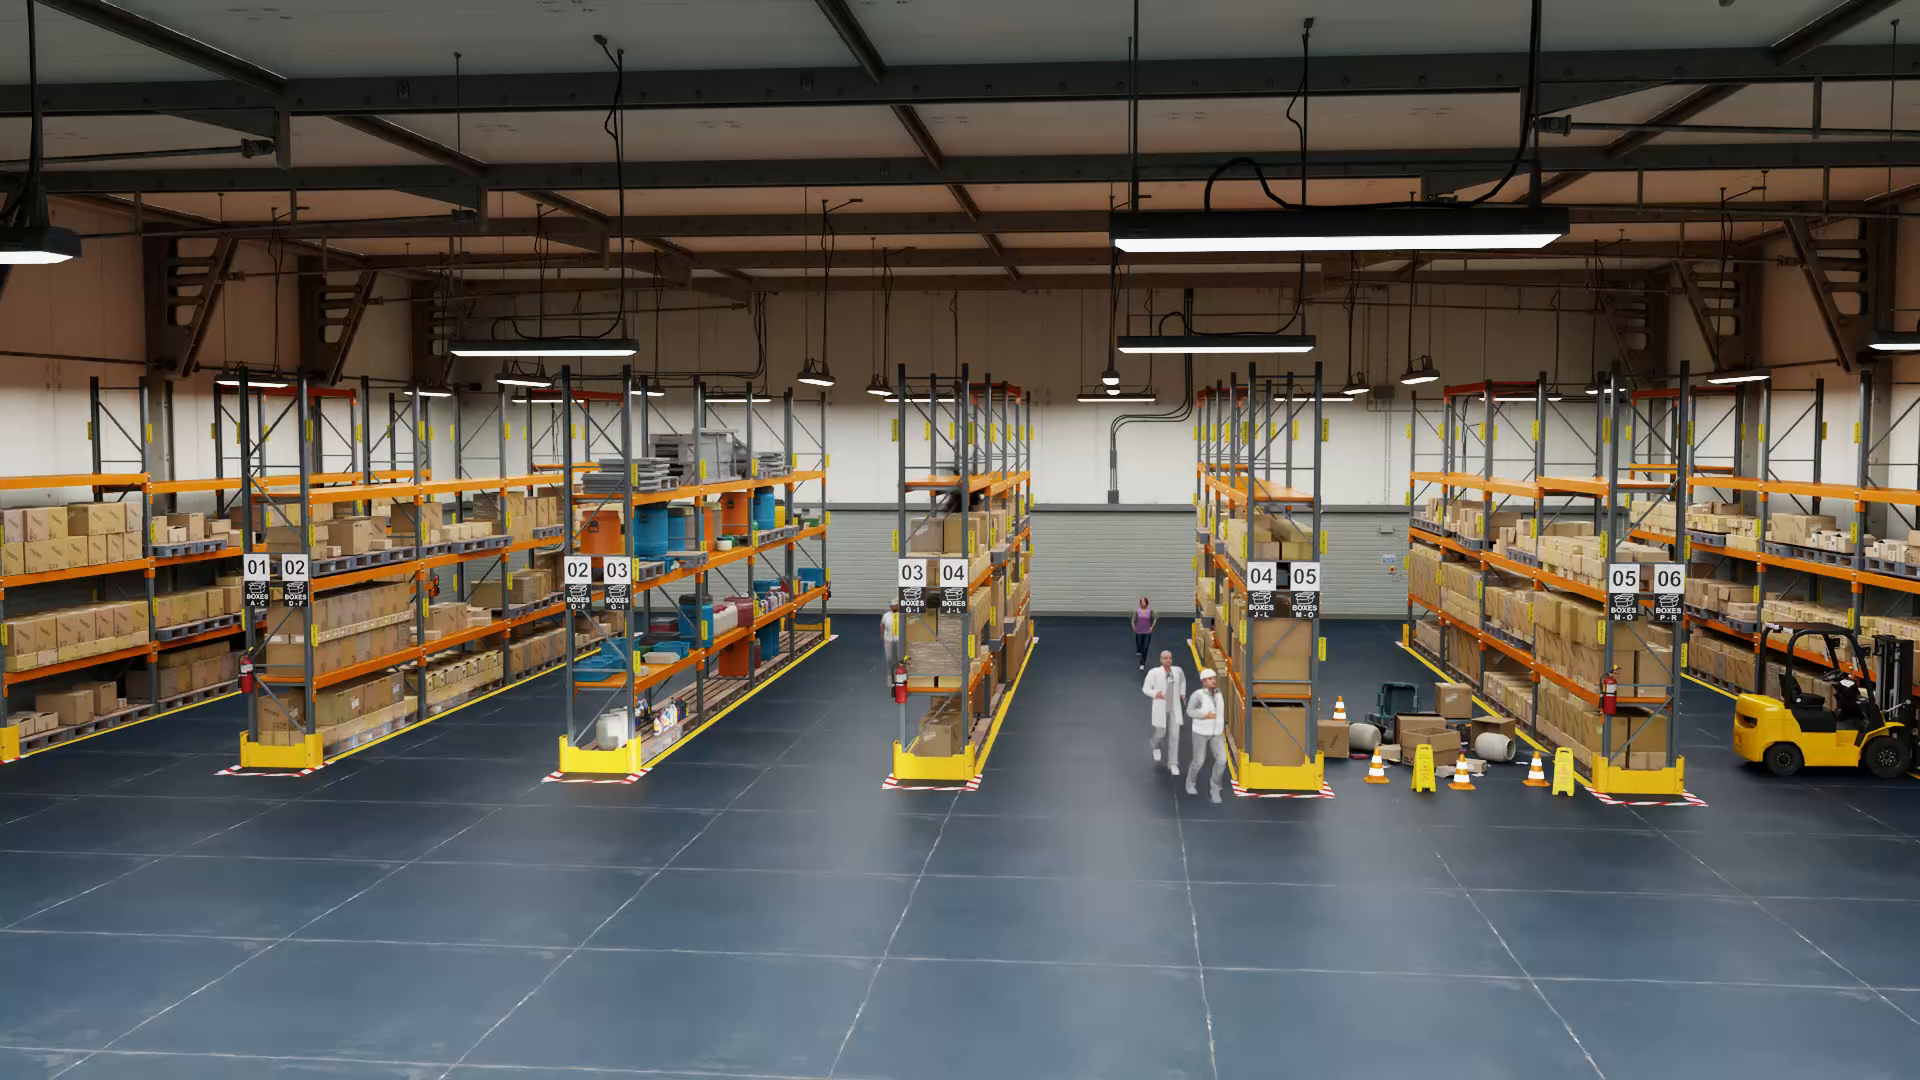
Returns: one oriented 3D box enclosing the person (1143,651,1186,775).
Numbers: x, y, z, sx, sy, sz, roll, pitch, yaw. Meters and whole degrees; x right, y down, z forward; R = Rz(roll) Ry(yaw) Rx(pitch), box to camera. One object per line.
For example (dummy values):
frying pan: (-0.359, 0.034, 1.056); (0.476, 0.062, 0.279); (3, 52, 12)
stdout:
person: (3.056, 2.522, 24.651); (0.712, 1.776, 1.037); (-1, 4, -8)

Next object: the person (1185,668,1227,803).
person: (3.384, 2.669, 22.717); (0.655, 1.838, 0.686); (-1, 4, -20)

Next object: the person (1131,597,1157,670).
person: (3.898, 1.974, 35.247); (0.548, 1.538, 0.609); (0, 4, 6)

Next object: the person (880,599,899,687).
person: (-1.316, 2.012, 33.067); (0.570, 1.698, 0.929); (0, 4, 2)
